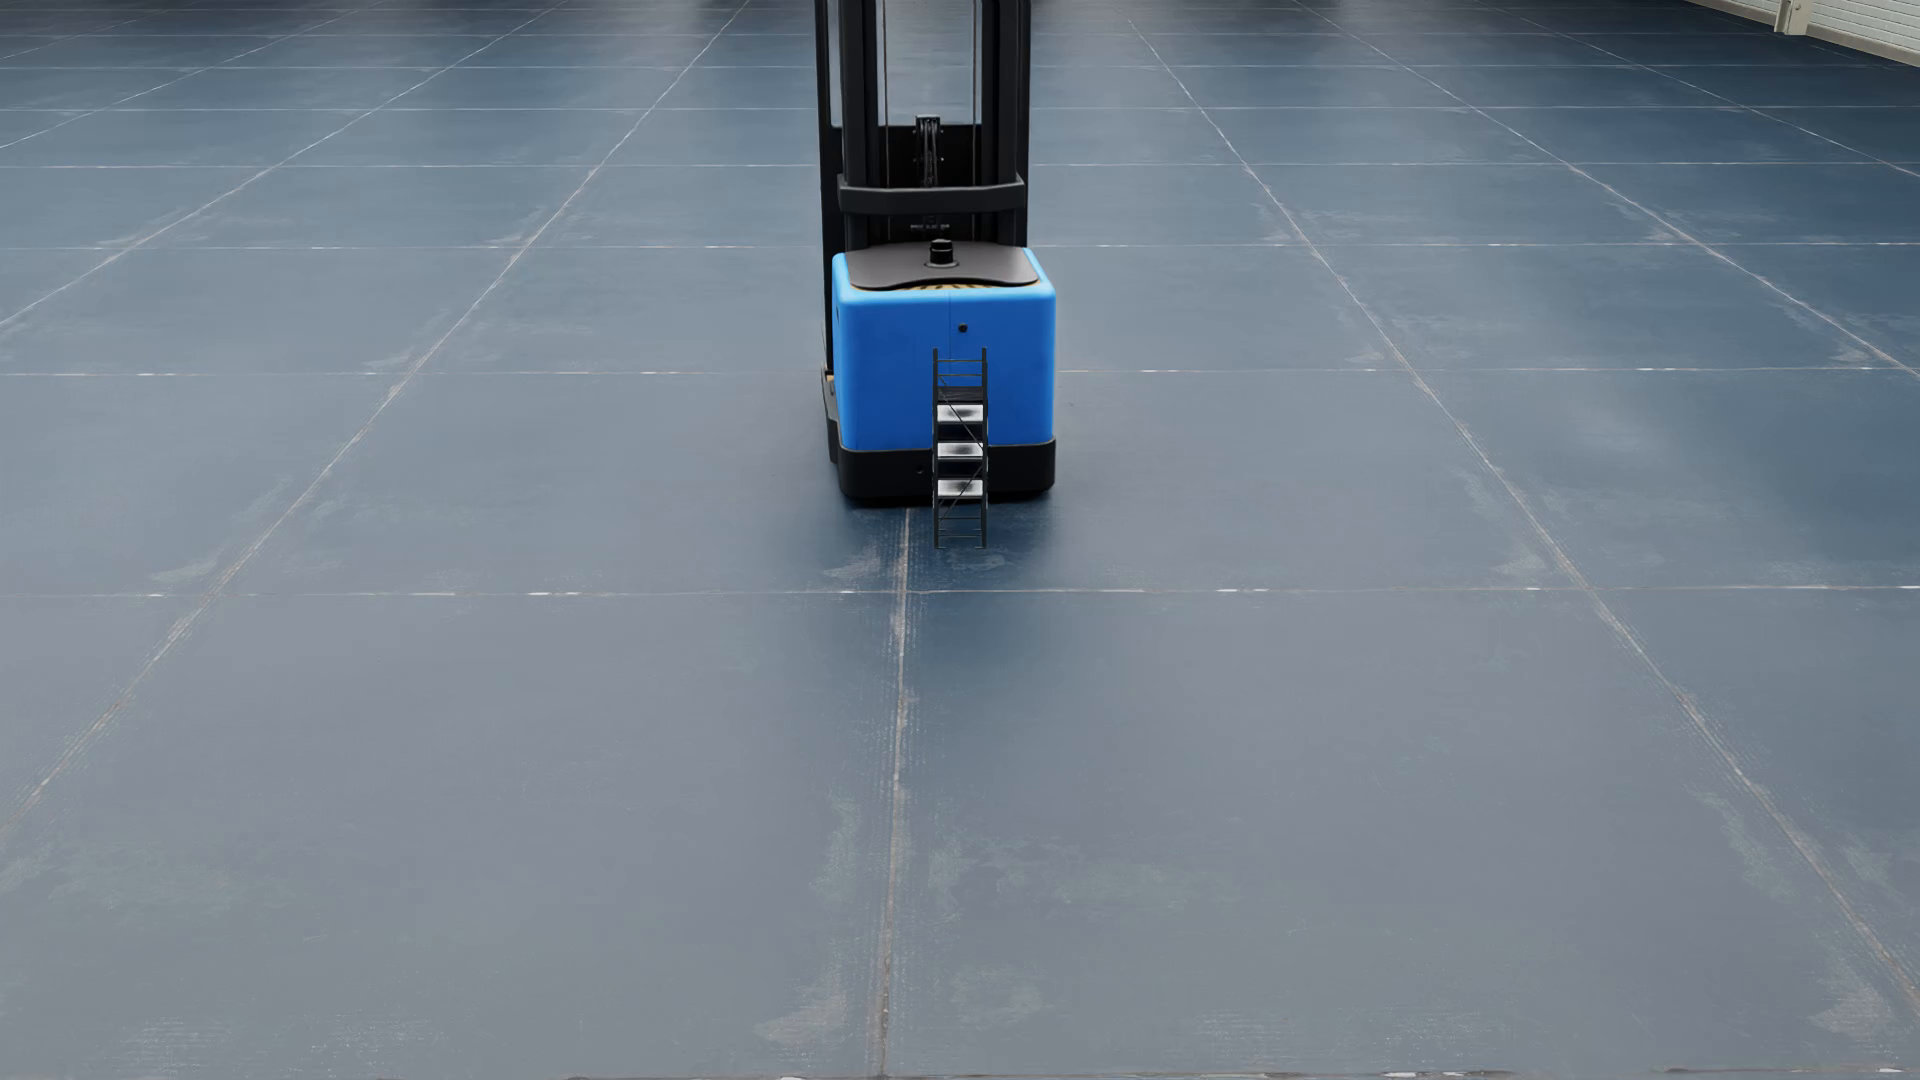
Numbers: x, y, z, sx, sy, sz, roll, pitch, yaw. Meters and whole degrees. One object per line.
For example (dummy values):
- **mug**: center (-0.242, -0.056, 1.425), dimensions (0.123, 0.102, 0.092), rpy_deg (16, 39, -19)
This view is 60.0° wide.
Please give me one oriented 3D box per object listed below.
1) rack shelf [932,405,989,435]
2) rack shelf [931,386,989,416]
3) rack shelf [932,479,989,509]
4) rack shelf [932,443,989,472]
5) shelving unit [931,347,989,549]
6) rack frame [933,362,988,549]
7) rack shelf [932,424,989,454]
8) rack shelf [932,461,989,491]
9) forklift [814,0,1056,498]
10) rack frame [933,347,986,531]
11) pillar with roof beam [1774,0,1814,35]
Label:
- **rack shelf**: center (0.000, -0.547, 7.512), dimensions (0.258, 0.077, 0.200), rpy_deg (0, 24, -1)
- **rack shelf**: center (0.000, -0.629, 7.474), dimensions (0.258, 0.077, 0.200), rpy_deg (0, 24, -1)
- **rack shelf**: center (0.000, -0.219, 7.660), dimensions (0.258, 0.077, 0.200), rpy_deg (0, 24, -1)
- **rack shelf**: center (0.000, -0.383, 7.586), dimensions (0.258, 0.077, 0.200), rpy_deg (0, 24, -1)
- **shelving unit**: center (0.000, -0.413, 7.572), dimensions (0.258, 0.900, 0.210), rpy_deg (0, 24, -1)
- **rack frame**: center (0.001, -0.371, 7.479), dimensions (0.240, 0.900, 0.006), rpy_deg (0, 24, -1)
- **rack shelf**: center (0.000, -0.465, 7.549), dimensions (0.258, 0.077, 0.200), rpy_deg (0, 24, -1)
- **rack shelf**: center (0.000, -0.301, 7.623), dimensions (0.258, 0.077, 0.200), rpy_deg (0, 24, -1)
- **forklift**: center (-0.215, -2.112, 8.863), dimensions (1.130, 2.935, 3.031), rpy_deg (-3, 24, -6)
- **rack frame**: center (-0.001, -0.455, 7.665), dimensions (0.240, 0.900, 0.006), rpy_deg (0, 24, -1)
- **pillar with roof beam**: center (7.571, -11.328, 21.876), dimensions (9.100, 9.000, 0.400), rpy_deg (0, 24, -1)
